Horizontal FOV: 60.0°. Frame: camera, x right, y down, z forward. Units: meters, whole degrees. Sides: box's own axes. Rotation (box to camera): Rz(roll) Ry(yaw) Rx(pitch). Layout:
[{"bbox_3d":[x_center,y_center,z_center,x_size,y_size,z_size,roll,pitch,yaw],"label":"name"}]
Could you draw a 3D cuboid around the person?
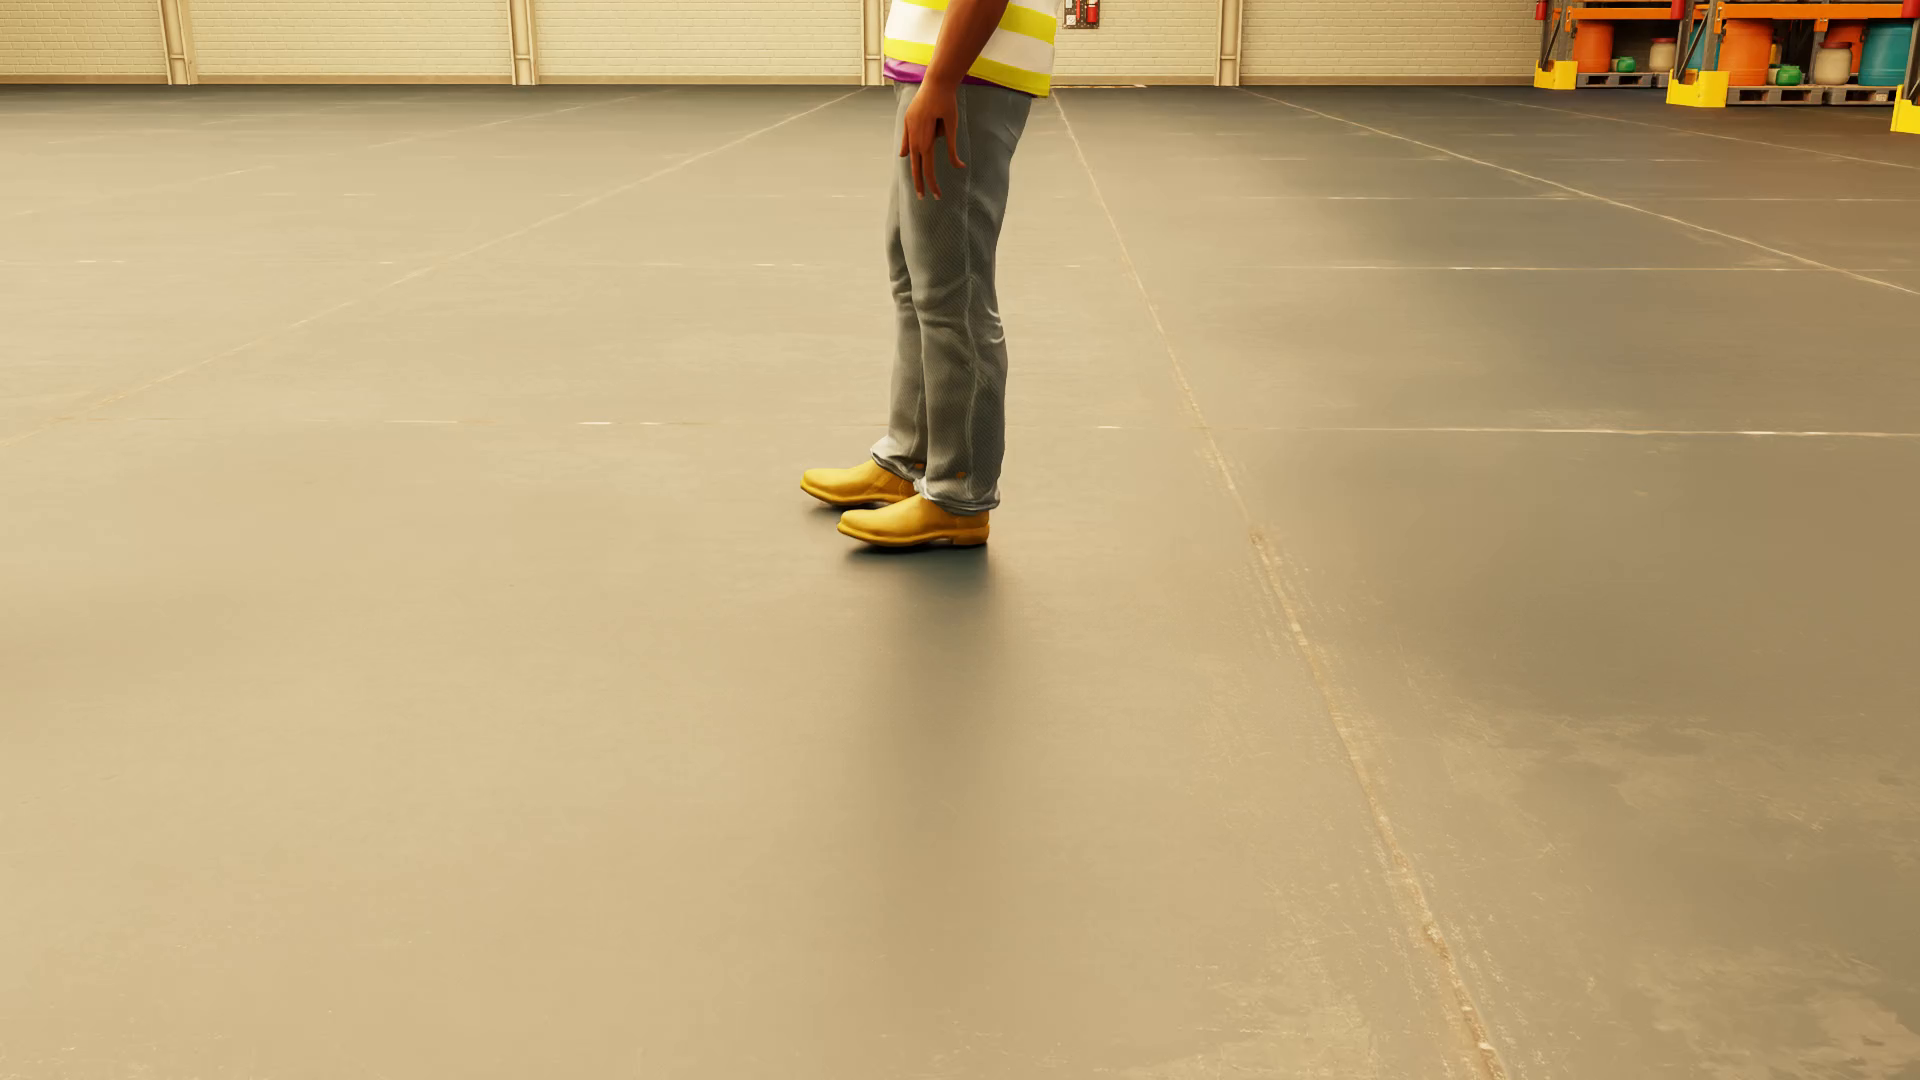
[{"bbox_3d":[-0.070,-0.852,3.115,0.575,1.766,0.665,1,17,2],"label":"person"}]
